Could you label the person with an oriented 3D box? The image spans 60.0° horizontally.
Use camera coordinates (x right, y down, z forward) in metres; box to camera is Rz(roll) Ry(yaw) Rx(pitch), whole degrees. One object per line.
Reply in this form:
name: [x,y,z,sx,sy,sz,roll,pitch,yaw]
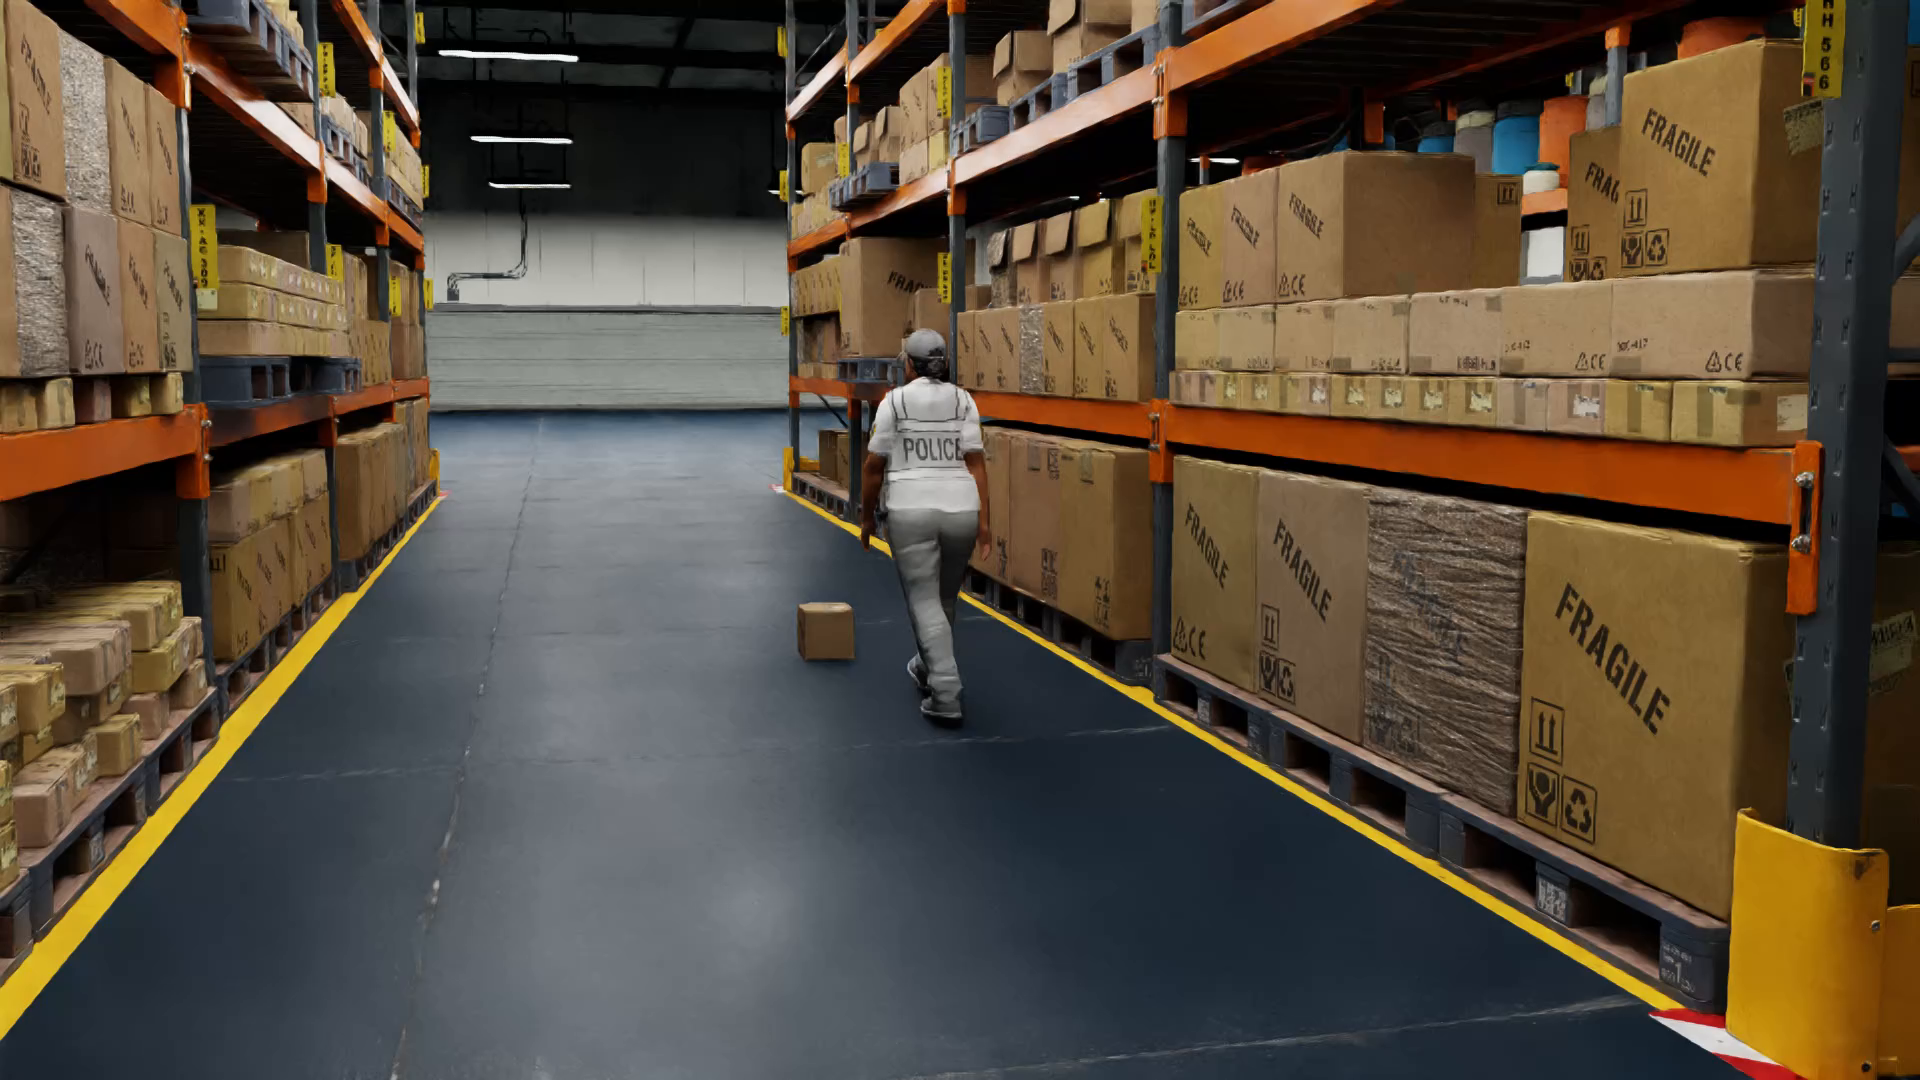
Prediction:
person: [-0.176,-0.096,7.124,0.496,1.606,0.940,-2,7,-22]
